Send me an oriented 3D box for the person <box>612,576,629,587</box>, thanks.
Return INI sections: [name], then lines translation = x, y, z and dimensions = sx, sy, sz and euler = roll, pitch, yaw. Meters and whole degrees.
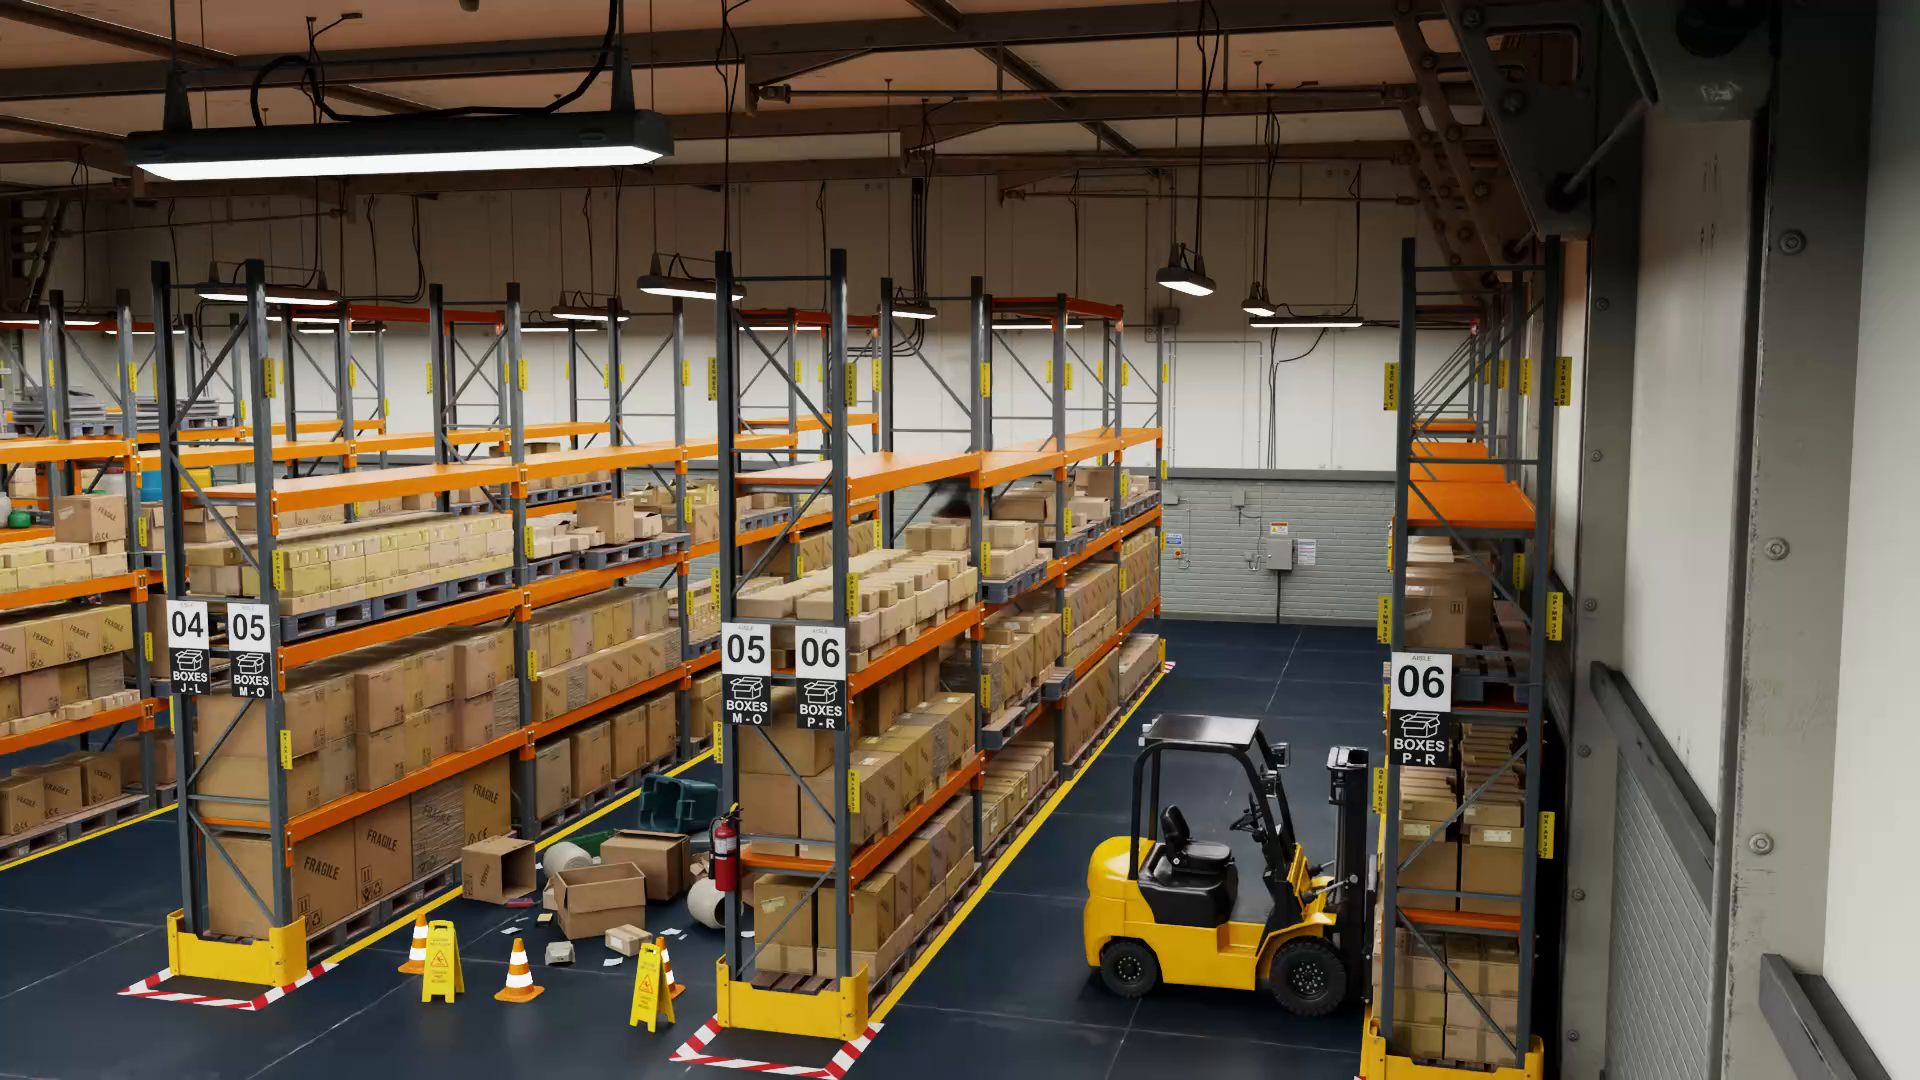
[person]
translation = -6.709, 0.895, 32.187
dimensions = 0.563, 1.736, 0.663
euler = 4, 7, 31
